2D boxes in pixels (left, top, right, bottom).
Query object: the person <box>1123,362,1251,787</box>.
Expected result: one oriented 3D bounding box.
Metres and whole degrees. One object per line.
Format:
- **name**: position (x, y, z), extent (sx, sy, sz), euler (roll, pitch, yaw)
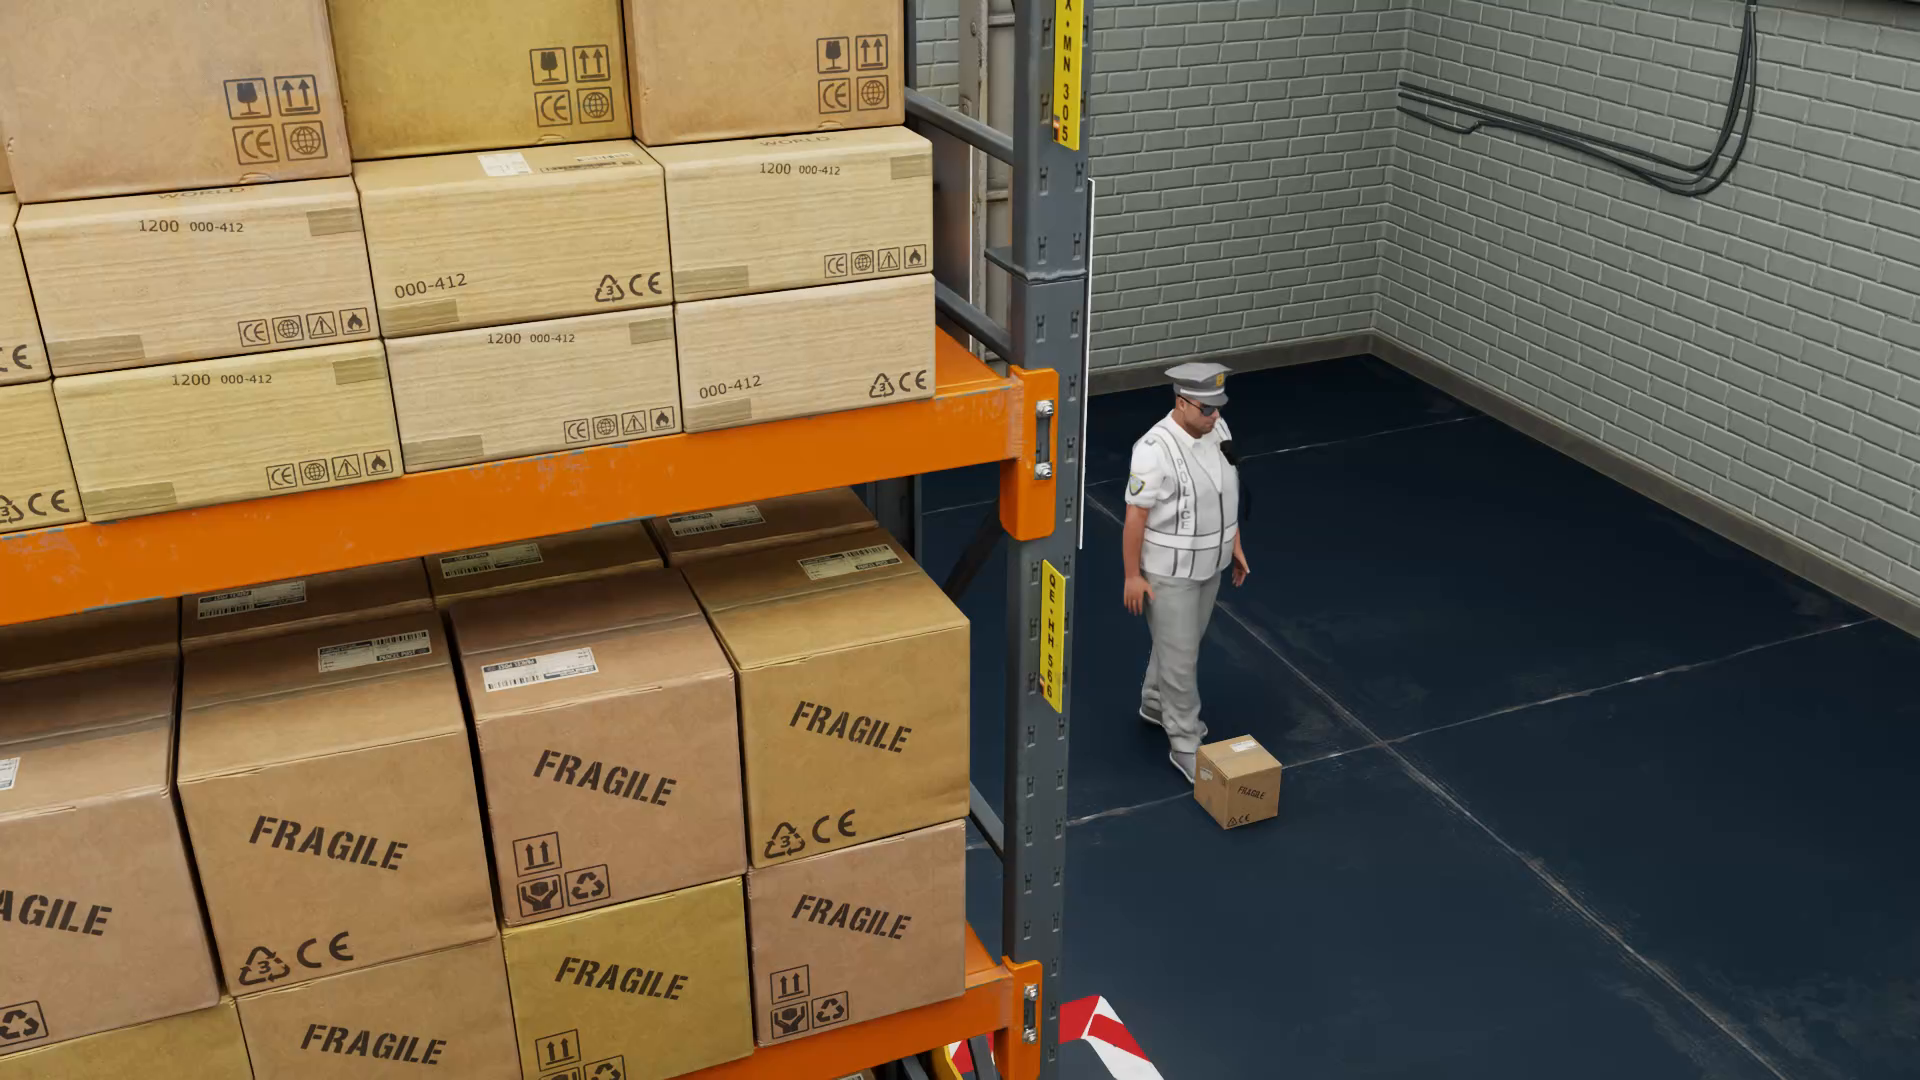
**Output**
- **person**: position (1.000, 0.120, 6.837), extent (0.574, 1.746, 0.648), euler (-23, 34, -39)
